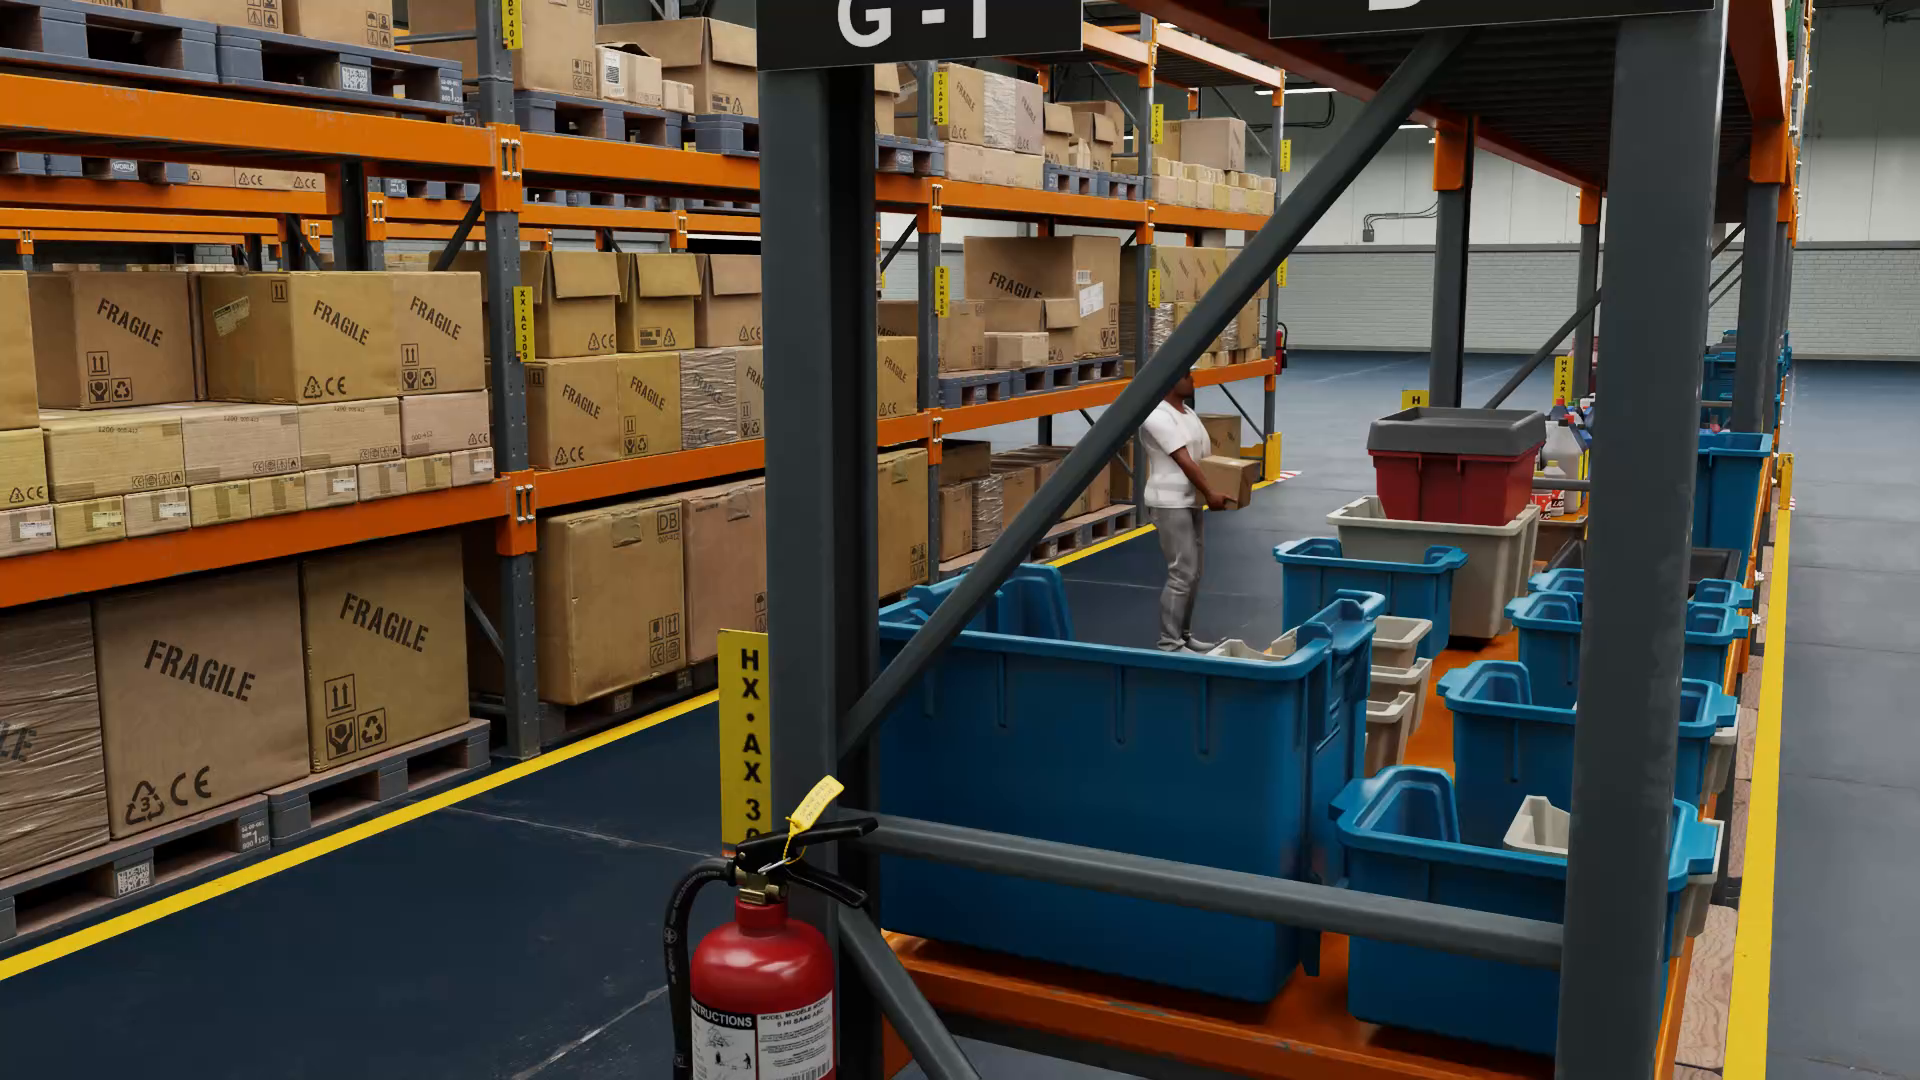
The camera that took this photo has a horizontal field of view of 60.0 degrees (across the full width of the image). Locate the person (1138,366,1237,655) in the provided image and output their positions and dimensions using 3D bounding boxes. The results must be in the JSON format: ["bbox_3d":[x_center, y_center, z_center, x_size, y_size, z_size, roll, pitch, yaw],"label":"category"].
[{"bbox_3d":[1.335,-0.186,9.485,0.587,1.761,0.502,4,10,26],"label":"person"}]
